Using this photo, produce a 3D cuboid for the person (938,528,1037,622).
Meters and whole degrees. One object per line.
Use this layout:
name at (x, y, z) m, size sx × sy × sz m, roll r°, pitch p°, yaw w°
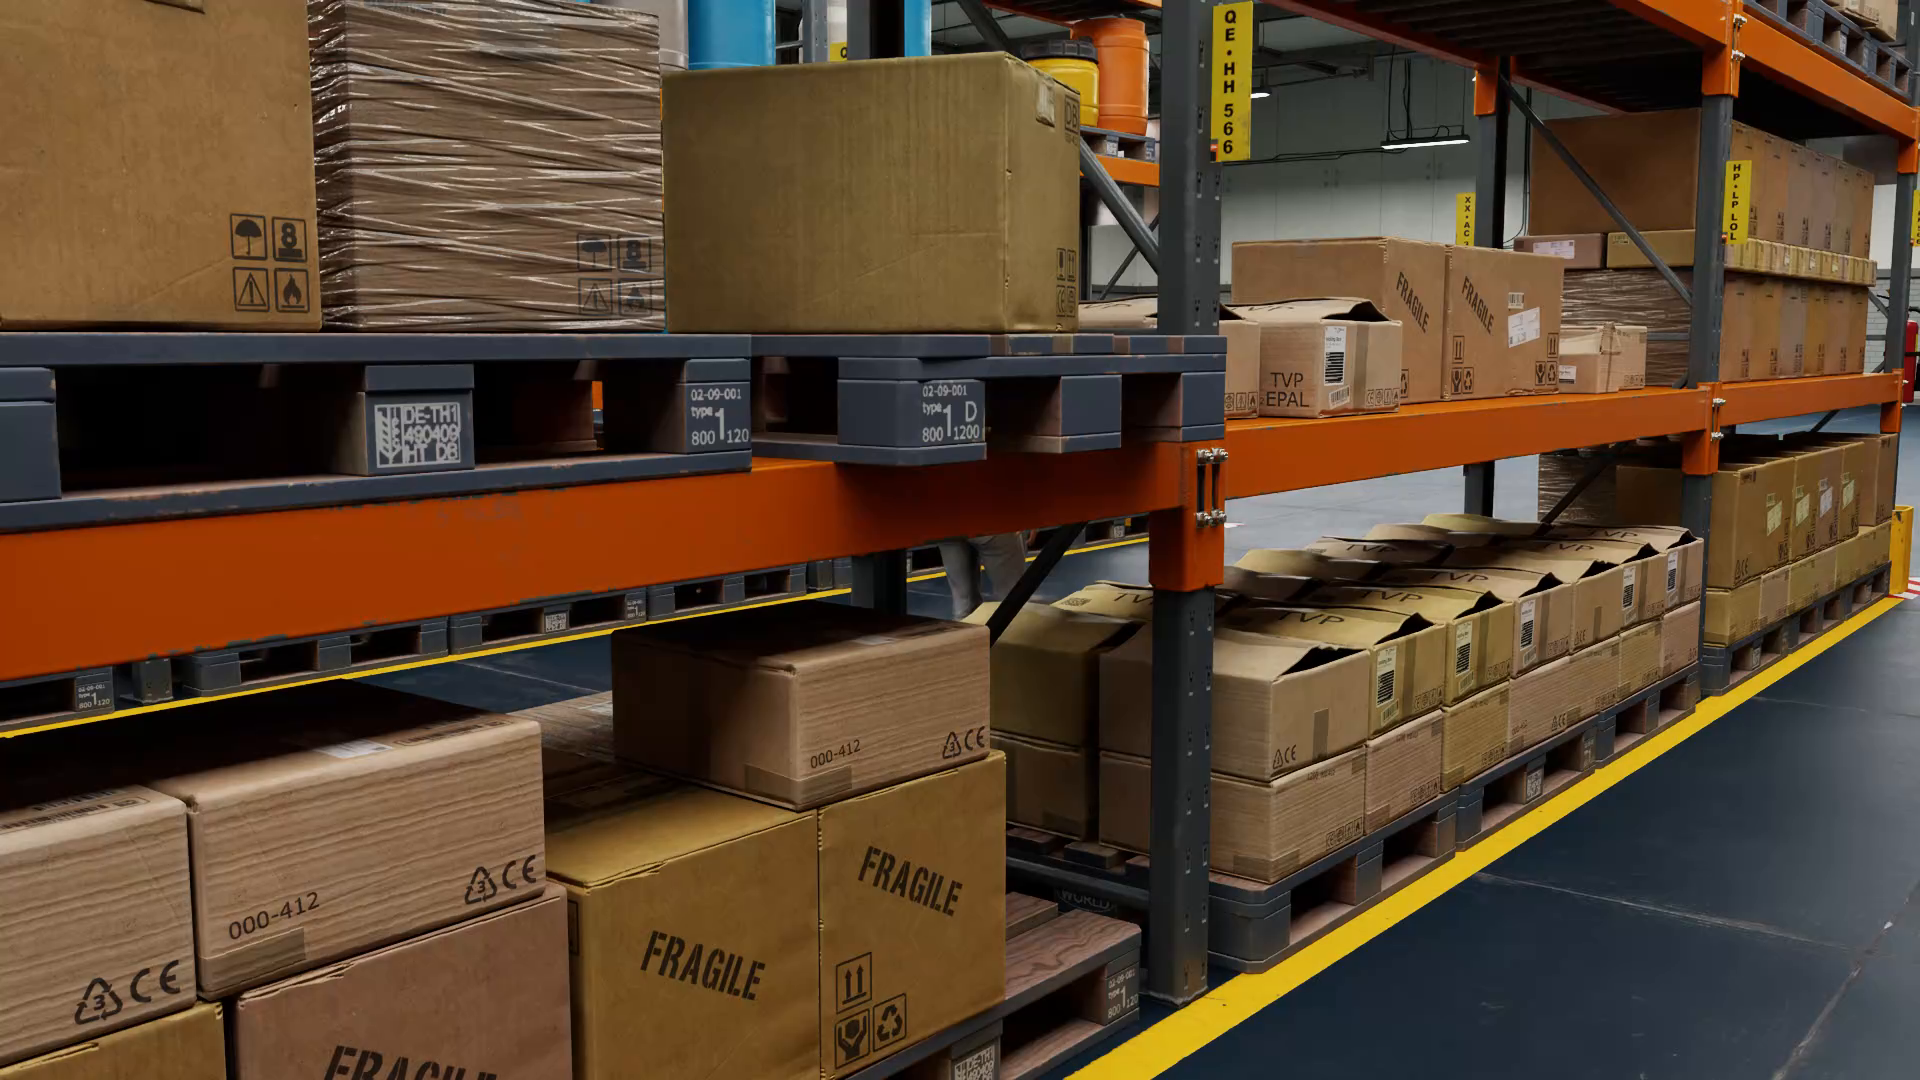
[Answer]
person at (0.116, -0.078, 6.430) m, size 0.520 × 1.596 × 0.475 m, roll 6°, pitch 9°, yaw 39°
